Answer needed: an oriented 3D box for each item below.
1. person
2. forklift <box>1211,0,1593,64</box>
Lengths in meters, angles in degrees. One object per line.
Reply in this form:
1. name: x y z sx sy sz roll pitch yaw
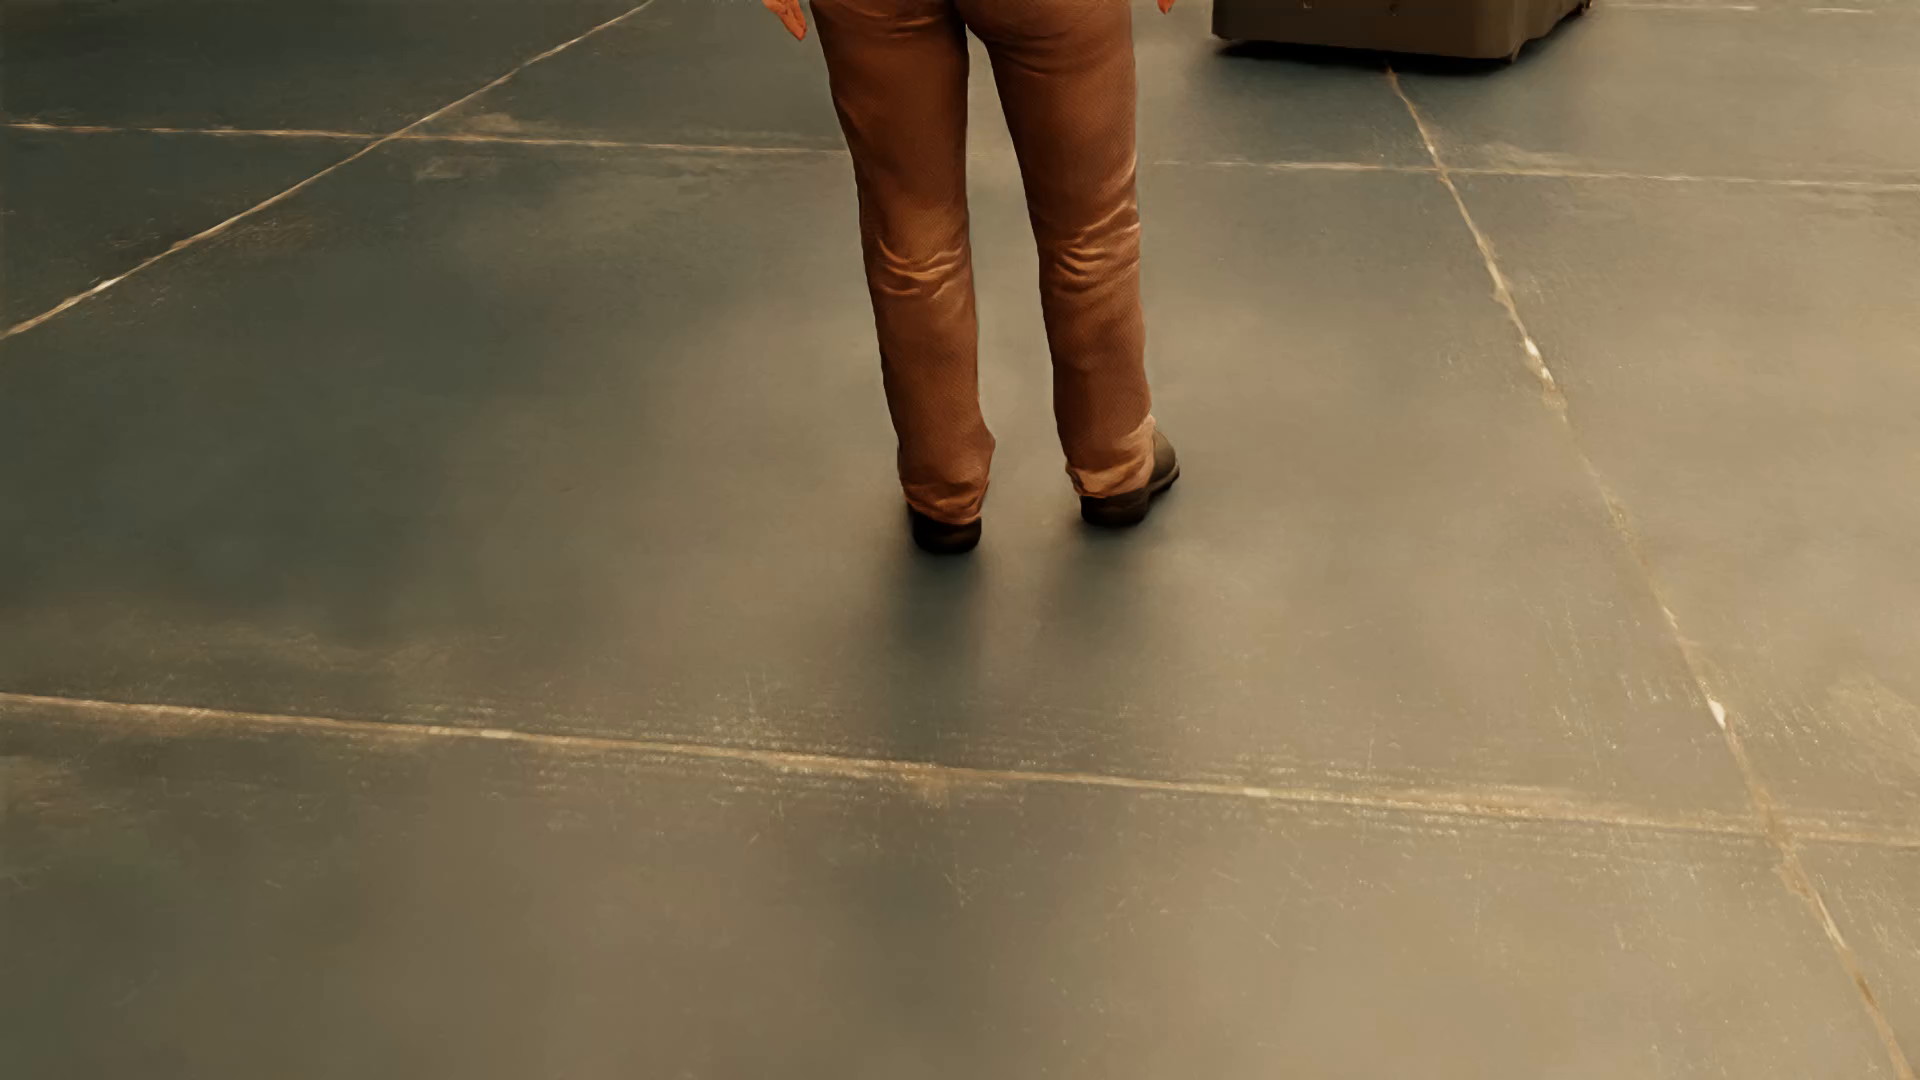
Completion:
1. person: 0.016 -0.804 2.167 0.632 1.720 0.567 3 27 7
2. forklift: 2.039 -3.549 6.331 1.130 2.935 3.031 13 29 24
